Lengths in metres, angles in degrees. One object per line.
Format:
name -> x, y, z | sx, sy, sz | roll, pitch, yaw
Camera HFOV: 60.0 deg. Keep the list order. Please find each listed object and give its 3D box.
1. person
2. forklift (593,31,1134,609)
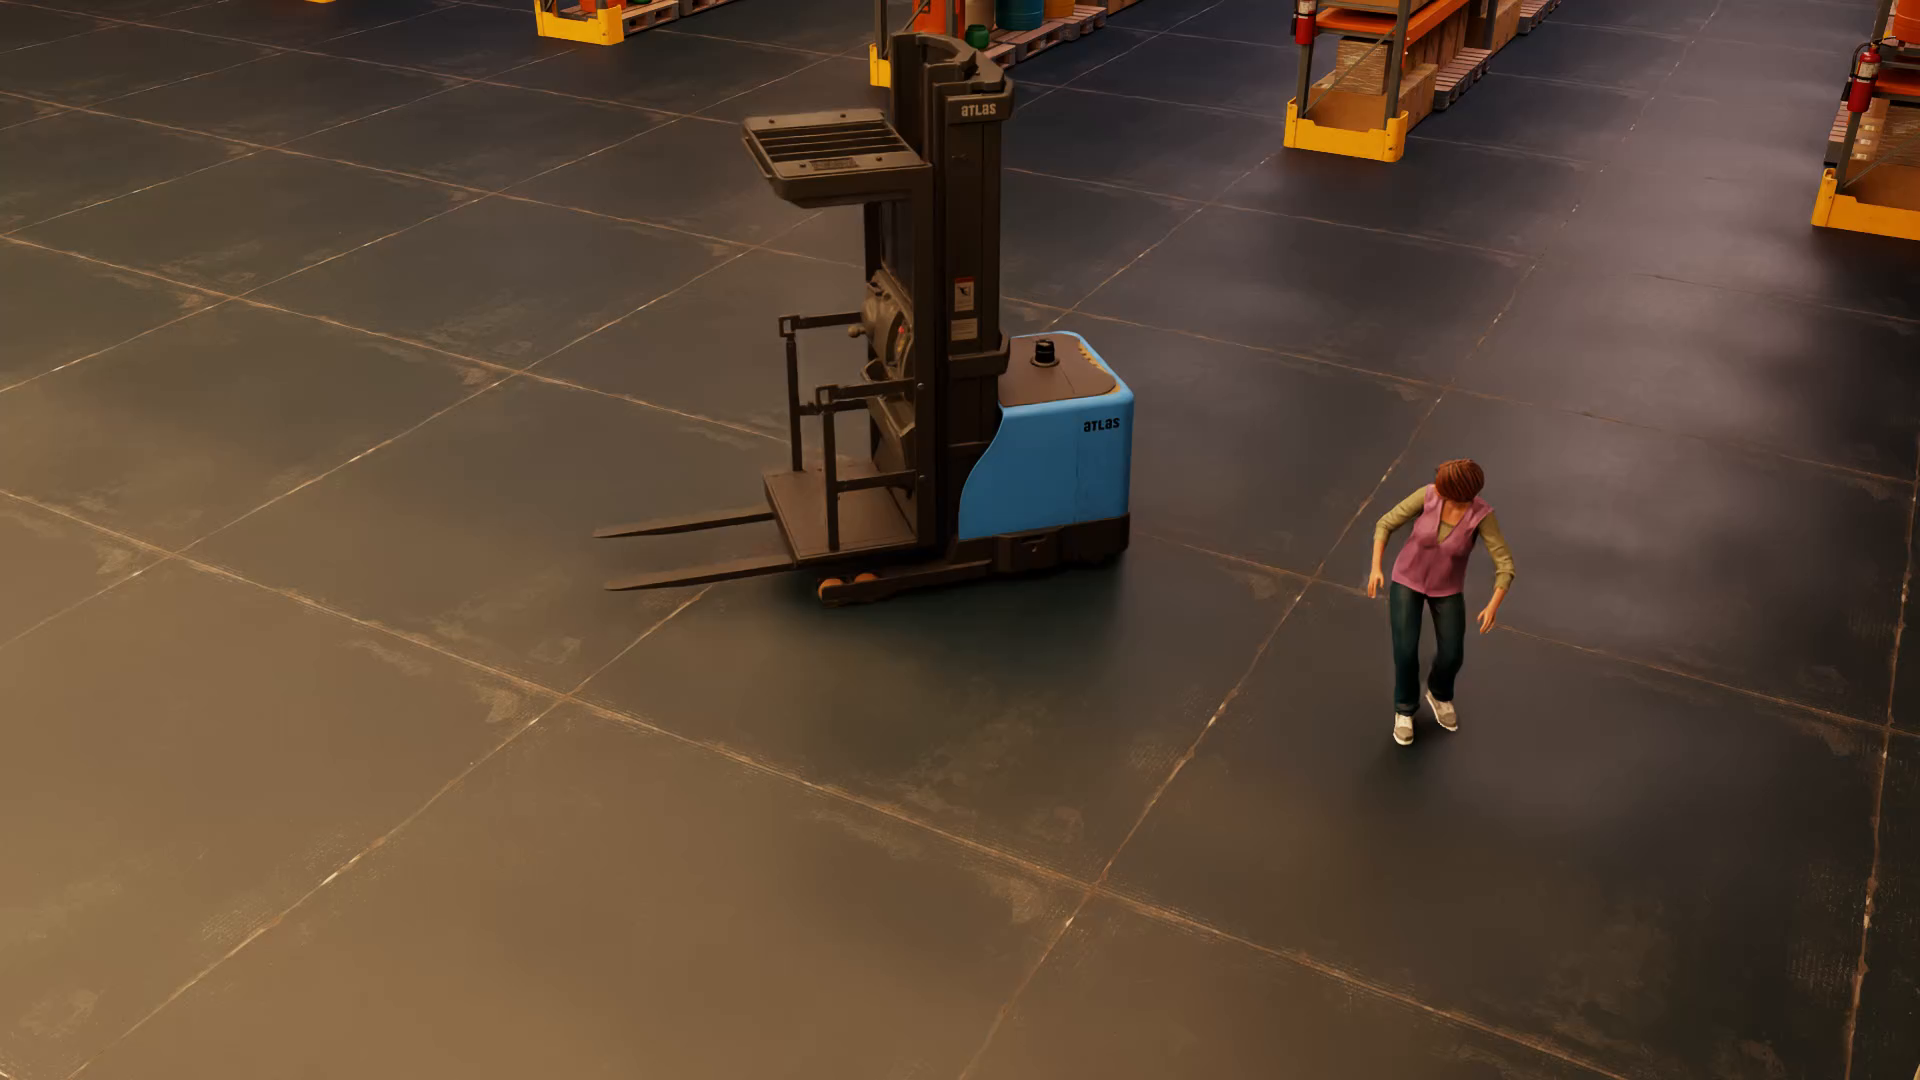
person -> 2.284, 0.310, 7.982 | 0.658, 1.515, 0.626 | 7, 31, 13
forklift -> -0.584, -1.180, 9.115 | 3.031, 2.935, 1.130 | -8, 31, -14
